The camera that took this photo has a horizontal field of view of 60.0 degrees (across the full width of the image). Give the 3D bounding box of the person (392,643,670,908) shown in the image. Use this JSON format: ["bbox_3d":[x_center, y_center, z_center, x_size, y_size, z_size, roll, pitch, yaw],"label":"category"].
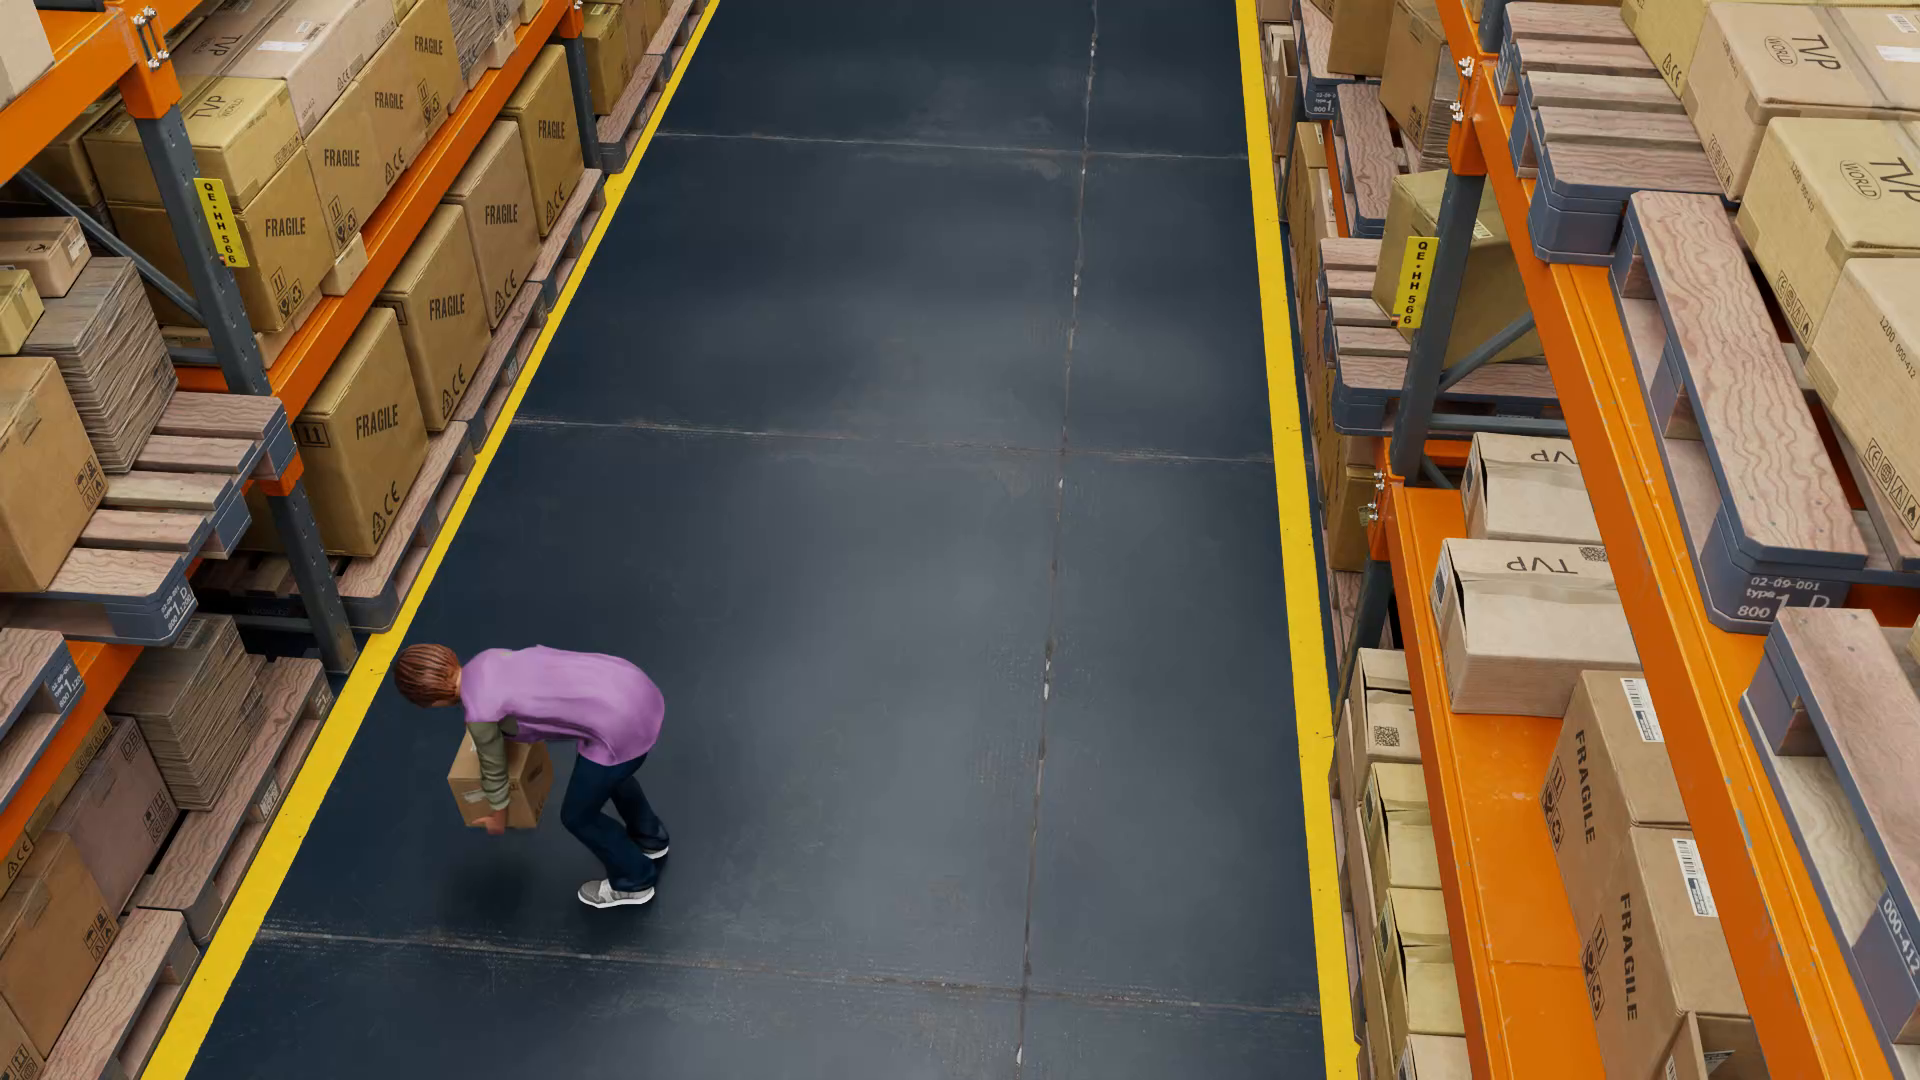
[{"bbox_3d":[-1.403,0.778,5.647,0.858,1.093,0.387,2,41,2],"label":"person"}]
